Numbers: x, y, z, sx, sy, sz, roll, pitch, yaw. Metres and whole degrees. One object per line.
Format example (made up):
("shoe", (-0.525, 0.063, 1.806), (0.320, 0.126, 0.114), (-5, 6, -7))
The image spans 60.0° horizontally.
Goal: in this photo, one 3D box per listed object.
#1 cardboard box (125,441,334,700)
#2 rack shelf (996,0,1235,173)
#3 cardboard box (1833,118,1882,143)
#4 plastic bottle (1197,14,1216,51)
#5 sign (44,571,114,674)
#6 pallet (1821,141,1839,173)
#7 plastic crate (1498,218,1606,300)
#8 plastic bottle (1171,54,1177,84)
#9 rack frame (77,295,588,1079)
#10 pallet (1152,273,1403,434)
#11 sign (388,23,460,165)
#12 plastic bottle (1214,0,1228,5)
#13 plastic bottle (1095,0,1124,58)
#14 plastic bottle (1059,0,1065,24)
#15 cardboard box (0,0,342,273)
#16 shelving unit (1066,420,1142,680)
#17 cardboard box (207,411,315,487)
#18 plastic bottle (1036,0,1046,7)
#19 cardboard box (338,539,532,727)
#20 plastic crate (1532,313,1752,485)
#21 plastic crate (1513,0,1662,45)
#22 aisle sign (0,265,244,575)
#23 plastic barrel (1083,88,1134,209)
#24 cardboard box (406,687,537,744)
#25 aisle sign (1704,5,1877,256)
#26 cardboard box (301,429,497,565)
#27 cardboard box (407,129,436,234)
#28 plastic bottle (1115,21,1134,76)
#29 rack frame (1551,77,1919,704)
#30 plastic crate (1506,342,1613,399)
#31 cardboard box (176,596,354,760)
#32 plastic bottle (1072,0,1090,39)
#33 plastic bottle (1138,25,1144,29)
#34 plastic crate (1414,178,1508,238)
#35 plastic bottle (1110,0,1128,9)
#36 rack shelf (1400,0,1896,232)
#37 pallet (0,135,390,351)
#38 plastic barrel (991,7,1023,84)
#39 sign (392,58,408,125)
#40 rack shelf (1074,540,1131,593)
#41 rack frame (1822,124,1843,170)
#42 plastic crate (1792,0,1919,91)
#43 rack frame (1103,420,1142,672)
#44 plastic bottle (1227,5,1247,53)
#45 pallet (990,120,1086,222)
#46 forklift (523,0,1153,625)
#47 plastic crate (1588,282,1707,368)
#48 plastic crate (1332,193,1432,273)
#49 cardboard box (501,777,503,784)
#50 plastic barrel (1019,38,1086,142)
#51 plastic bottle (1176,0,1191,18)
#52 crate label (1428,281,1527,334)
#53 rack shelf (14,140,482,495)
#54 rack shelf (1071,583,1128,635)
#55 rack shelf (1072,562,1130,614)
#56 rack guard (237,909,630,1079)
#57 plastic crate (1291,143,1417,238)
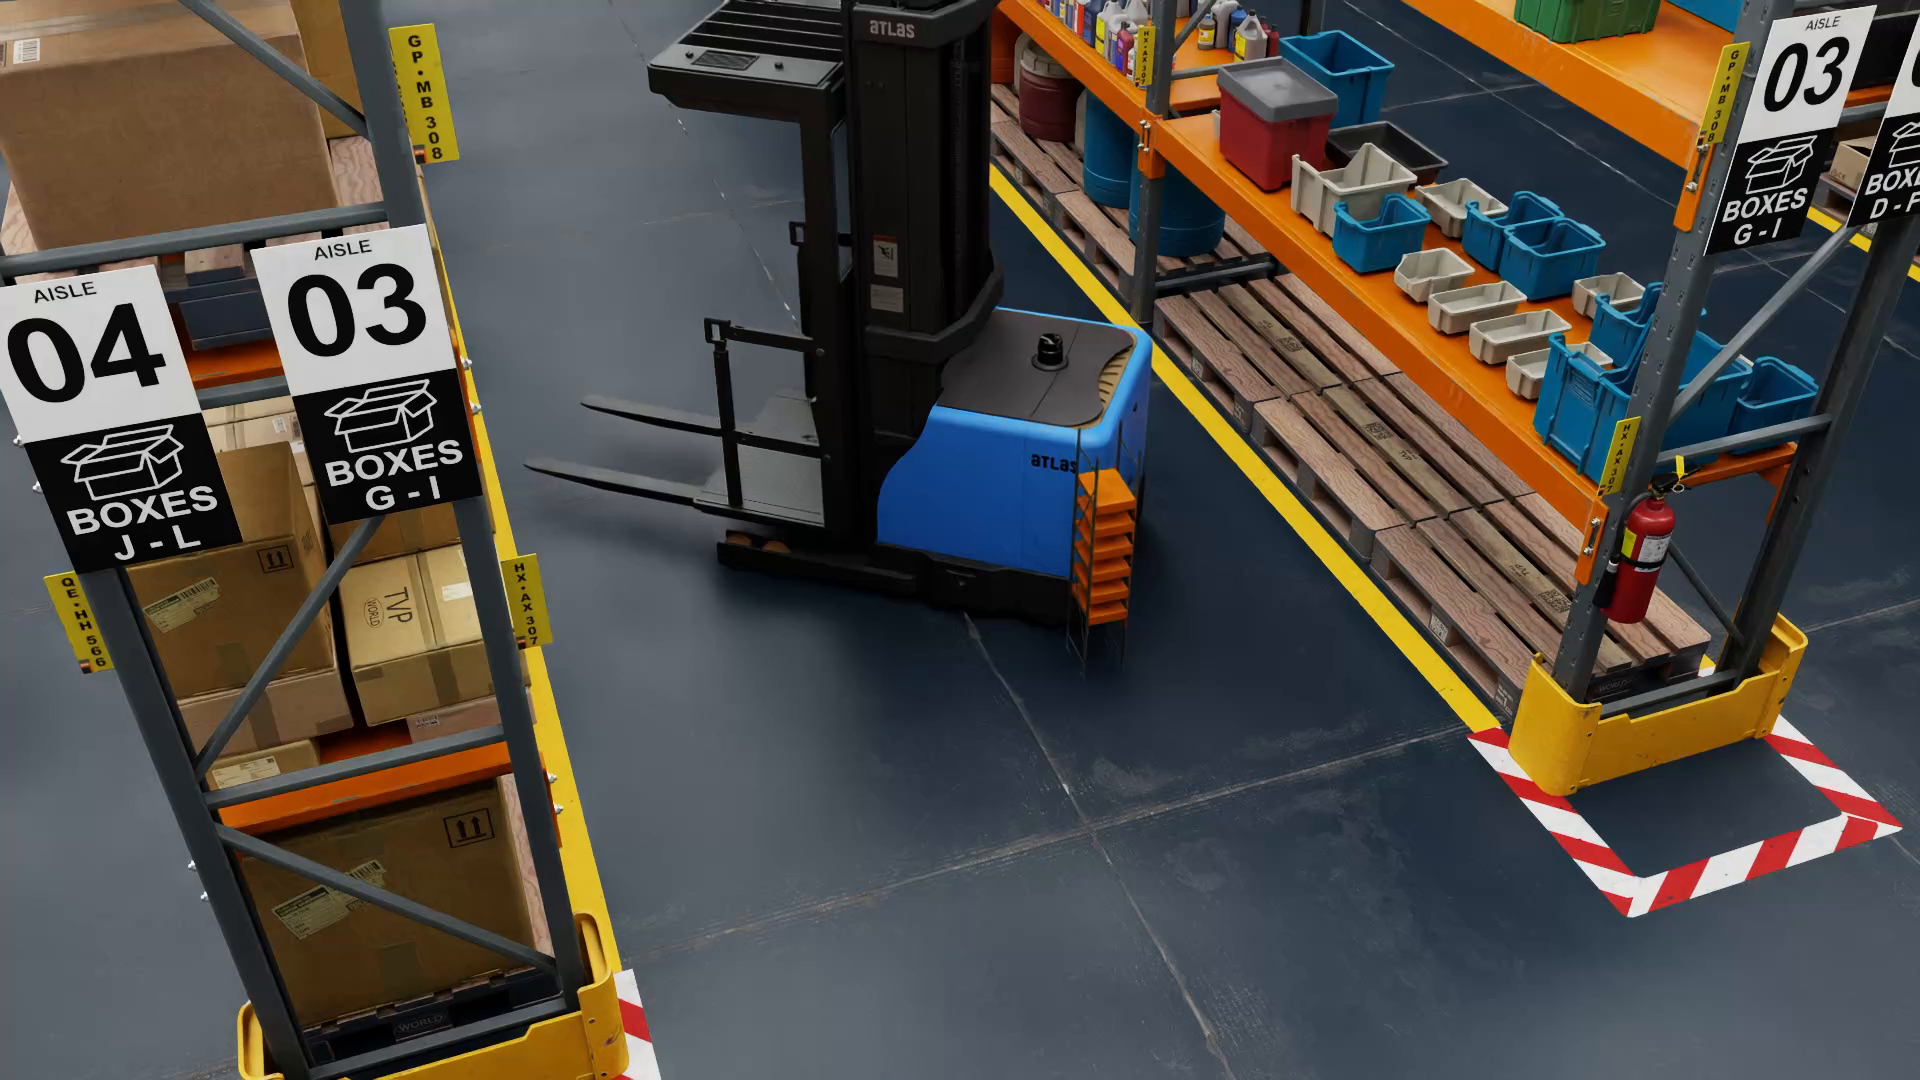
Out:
("cardboard box", (-2.170, 0.088, 4.894), (0.500, 0.500, 0.500), (-12, 39, -15))
("rack shelf", (0.830, -3.460, 10.949), (1.077, 0.370, 4.000), (-12, 39, -16))
("cardboard box", (6.233, -3.142, 11.641), (0.500, 0.500, 0.500), (-14, 39, -18))
("plastic bottle", (1.480, -3.049, 9.970), (0.097, 0.201, 0.097), (0, 37, 0))
("sign", (-2.270, 0.215, 4.313), (0.100, 0.325, 0.005), (-12, 39, -16))
("pallet", (5.855, -2.979, 12.030), (1.003, 0.211, 1.213), (-12, 39, -16))
("plastic crate", (2.666, -1.267, 7.528), (0.416, 0.233, 0.300), (-12, 39, -16))
("plastic bottle", (1.190, -2.731, 9.547), (0.097, 0.201, 0.097), (0, 37, 0))
("rack frame", (-1.755, 0.667, 4.871), (1.000, 3.000, 0.127), (-12, 39, -16))
("pallet", (1.808, -1.097, 9.531), (1.003, 0.211, 1.213), (-12, 39, -16))
("sign", (-1.232, -1.023, 3.830), (0.100, 0.325, 0.005), (-12, 39, -16))
("plastic bottle", (1.577, -3.185, 10.092), (0.097, 0.271, 0.097), (0, 37, 0))
("plastic bottle", (0.895, -3.050, 9.847), (0.144, 0.351, 0.185), (-12, 39, -16))
("plastic bottle", (0.668, -3.321, 10.331), (0.097, 0.201, 0.097), (0, 37, 0))
("cardboard box", (-1.985, -1.061, 4.157), (0.700, 0.500, 0.500), (-15, 39, -19))
("shelving unit", (0.610, 0.063, 7.165), (0.189, 1.200, 0.258), (-10, 39, -13))
("cardboard box", (-2.521, -0.185, 5.879), (0.500, 0.250, 0.500), (-14, 39, -17))
("plastic bottle", (0.532, -3.547, 10.562), (0.061, 0.283, 0.133), (-12, 39, -16))
("cardboard box", (-1.667, 0.281, 5.261), (0.500, 0.250, 0.500), (-13, 39, -17))
("plastic crate", (2.604, -0.547, 6.404), (0.616, 0.435, 0.499), (-12, 39, -16))
("plastic crate", (2.288, -1.970, 6.055), (0.450, 0.188, 0.336), (-12, 39, -16))
("aisle sign", (-2.012, -0.268, 3.952), (0.394, 0.787, 0.004), (-12, 39, -16))
("plastic barrel", (1.104, -2.658, 10.681), (0.600, 0.901, 0.708), (-12, 39, -16))
("cardboard box", (-1.568, 0.499, 5.304), (0.380, 0.149, 0.250), (-12, 39, -15))
("aisle sign", (2.645, -1.295, 5.316), (0.394, 0.787, 0.004), (-12, 39, -16))
("cardboard box", (-1.839, -0.301, 5.410), (0.500, 0.500, 0.500), (-13, 39, -17))
("cardboard box", (-3.679, -1.773, 9.528), (1.225, 0.875, 0.875), (-14, 39, -18))
("plastic bottle", (0.957, -2.848, 9.635), (0.061, 0.283, 0.133), (-12, 39, -16))
("rack frame", (2.895, -0.358, 6.232), (1.000, 3.000, 0.127), (-12, 39, -16))
("plastic crate", (2.444, -0.700, 6.856), (0.396, 0.136, 0.243), (-12, 39, -16))
("cardboard box", (-2.171, 0.389, 5.117), (0.500, 0.250, 0.500), (-13, 39, -17))
("plastic bottle", (0.780, -3.215, 10.129), (0.152, 0.276, 0.135), (-12, 39, -16))
("plastic bottle", (1.064, -2.937, 9.821), (0.097, 0.201, 0.097), (0, 37, 0))
("plastic crate", (2.400, -1.615, 8.070), (0.293, 0.136, 0.466), (-12, 39, -16))
("plastic bottle", (0.967, -3.184, 10.025), (0.144, 0.351, 0.185), (-12, 39, -16))
("rack shelf", (2.207, -2.399, 7.046), (1.077, 0.370, 4.000), (-12, 39, -16))
("pallet", (-2.021, -0.912, 4.549), (1.003, 0.211, 1.213), (-12, 39, -16))
("plastic barrel", (0.326, -3.906, 12.397), (0.600, 0.830, 0.708), (-12, 39, -16))
("sign", (-2.611, -2.086, 7.740), (0.100, 0.325, 0.005), (-12, 39, -16))
("rack shelf", (0.609, 0.099, 7.193), (0.180, 0.103, 0.258), (-10, 39, -13))
("rack frame", (6.171, -3.641, 10.591), (1.000, 3.000, 0.127), (-12, 39, -16))
("plastic crate", (3.024, -1.779, 5.735), (0.497, 0.269, 0.590), (-12, 39, -16))
("rack frame", (0.697, 0.048, 7.186), (0.006, 1.200, 0.240), (-10, 39, -13))
("plastic bottle", (1.657, -3.054, 9.918), (0.097, 0.271, 0.097), (0, 37, 0))
("pallet", (0.869, -2.639, 11.578), (1.003, 0.211, 1.213), (-12, 39, -16))
("forklift", (-0.661, -1.290, 7.527), (3.031, 2.935, 1.130), (11, 38, 14))
("plastic crate", (2.893, -0.895, 7.034), (0.416, 0.233, 0.300), (-12, 39, -16))
("plastic crate", (1.948, -1.422, 7.735), (0.416, 0.233, 0.300), (-12, 39, -16))
("cardboard box", (-2.364, 0.489, 6.524), (0.875, 0.875, 0.875), (-12, 39, -16))
("plastic barrel", (0.715, -3.171, 11.622), (0.600, 0.588, 0.708), (-12, 39, -16))
("plastic bottle", (1.398, -3.432, 10.416), (0.152, 0.276, 0.135), (-12, 39, -16))
("crate label", (2.239, -1.019, 7.279), (0.396, 0.136, 0.243), (-12, 39, -16))
("rack shelf", (-2.444, -1.373, 5.685), (1.077, 0.370, 4.000), (-12, 39, -16))
("rack shelf", (0.608, 0.289, 7.339), (0.180, 0.103, 0.258), (-10, 39, -13))
("rack shelf", (0.609, 0.194, 7.266), (0.180, 0.103, 0.258), (-10, 39, -13))
("rack guard", (-1.747, 1.679, 5.605), (1.175, 0.500, 0.348), (-12, 39, -16))
("plastic crate", (1.871, -1.694, 8.054), (0.437, 0.282, 0.530), (-12, 39, -16))
